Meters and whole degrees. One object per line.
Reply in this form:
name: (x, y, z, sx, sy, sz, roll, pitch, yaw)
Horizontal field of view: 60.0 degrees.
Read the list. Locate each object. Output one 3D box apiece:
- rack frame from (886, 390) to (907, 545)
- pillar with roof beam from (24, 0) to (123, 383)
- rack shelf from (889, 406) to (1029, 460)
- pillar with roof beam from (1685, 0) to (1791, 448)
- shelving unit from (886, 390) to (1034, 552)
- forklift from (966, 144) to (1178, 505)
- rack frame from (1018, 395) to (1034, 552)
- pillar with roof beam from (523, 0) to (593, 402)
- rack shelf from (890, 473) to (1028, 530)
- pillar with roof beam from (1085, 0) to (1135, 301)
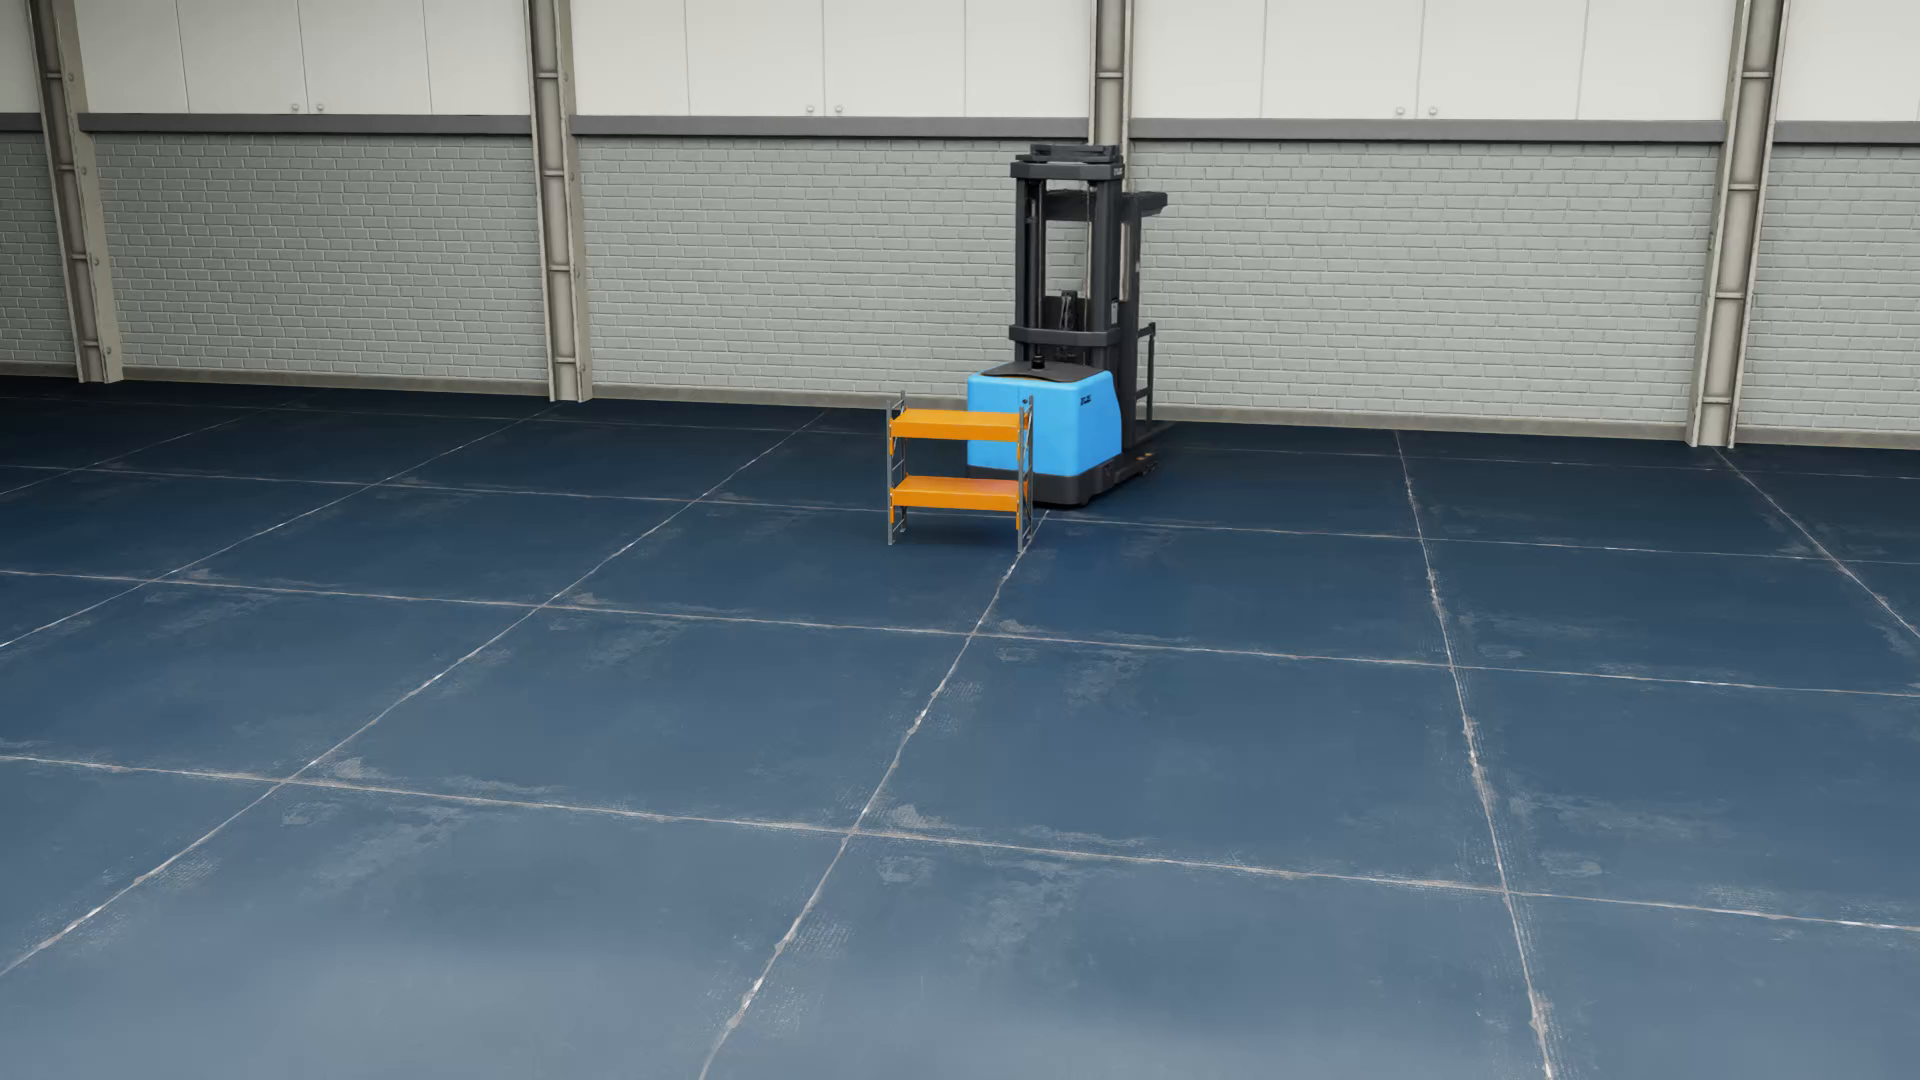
rack frame: (-0.492, -0.569, 12.938, 0.032, 1.125, 0.500, 3, 16, 11)
pillar with roof beam: (-11.107, -5.115, 14.599, 0.400, 9.000, 9.100, 3, 16, 11)
rack shelf: (0.007, -0.824, 12.762, 1.000, 0.278, 0.538, 3, 16, 11)
pillar with roof beam: (6.532, -4.157, 11.142, 0.400, 9.000, 9.100, 3, 16, 11)
shelving unit: (0.007, -0.542, 12.841, 1.048, 1.125, 0.538, 3, 16, 11)
forklift: (1.166, -2.049, 14.900, 1.130, 2.935, 3.031, 8, 17, 26)
rack frame: (0.505, -0.515, 12.743, 0.032, 1.125, 0.500, 3, 16, 11)
pillar with roof beam: (-5.227, -4.795, 13.447, 0.400, 9.000, 9.100, 3, 16, 11)
rack shelf: (0.007, -0.306, 12.906, 1.000, 0.278, 0.538, 3, 16, 11)
pillar with roof beam: (0.653, -4.476, 12.294, 0.400, 9.000, 9.100, 3, 16, 11)
